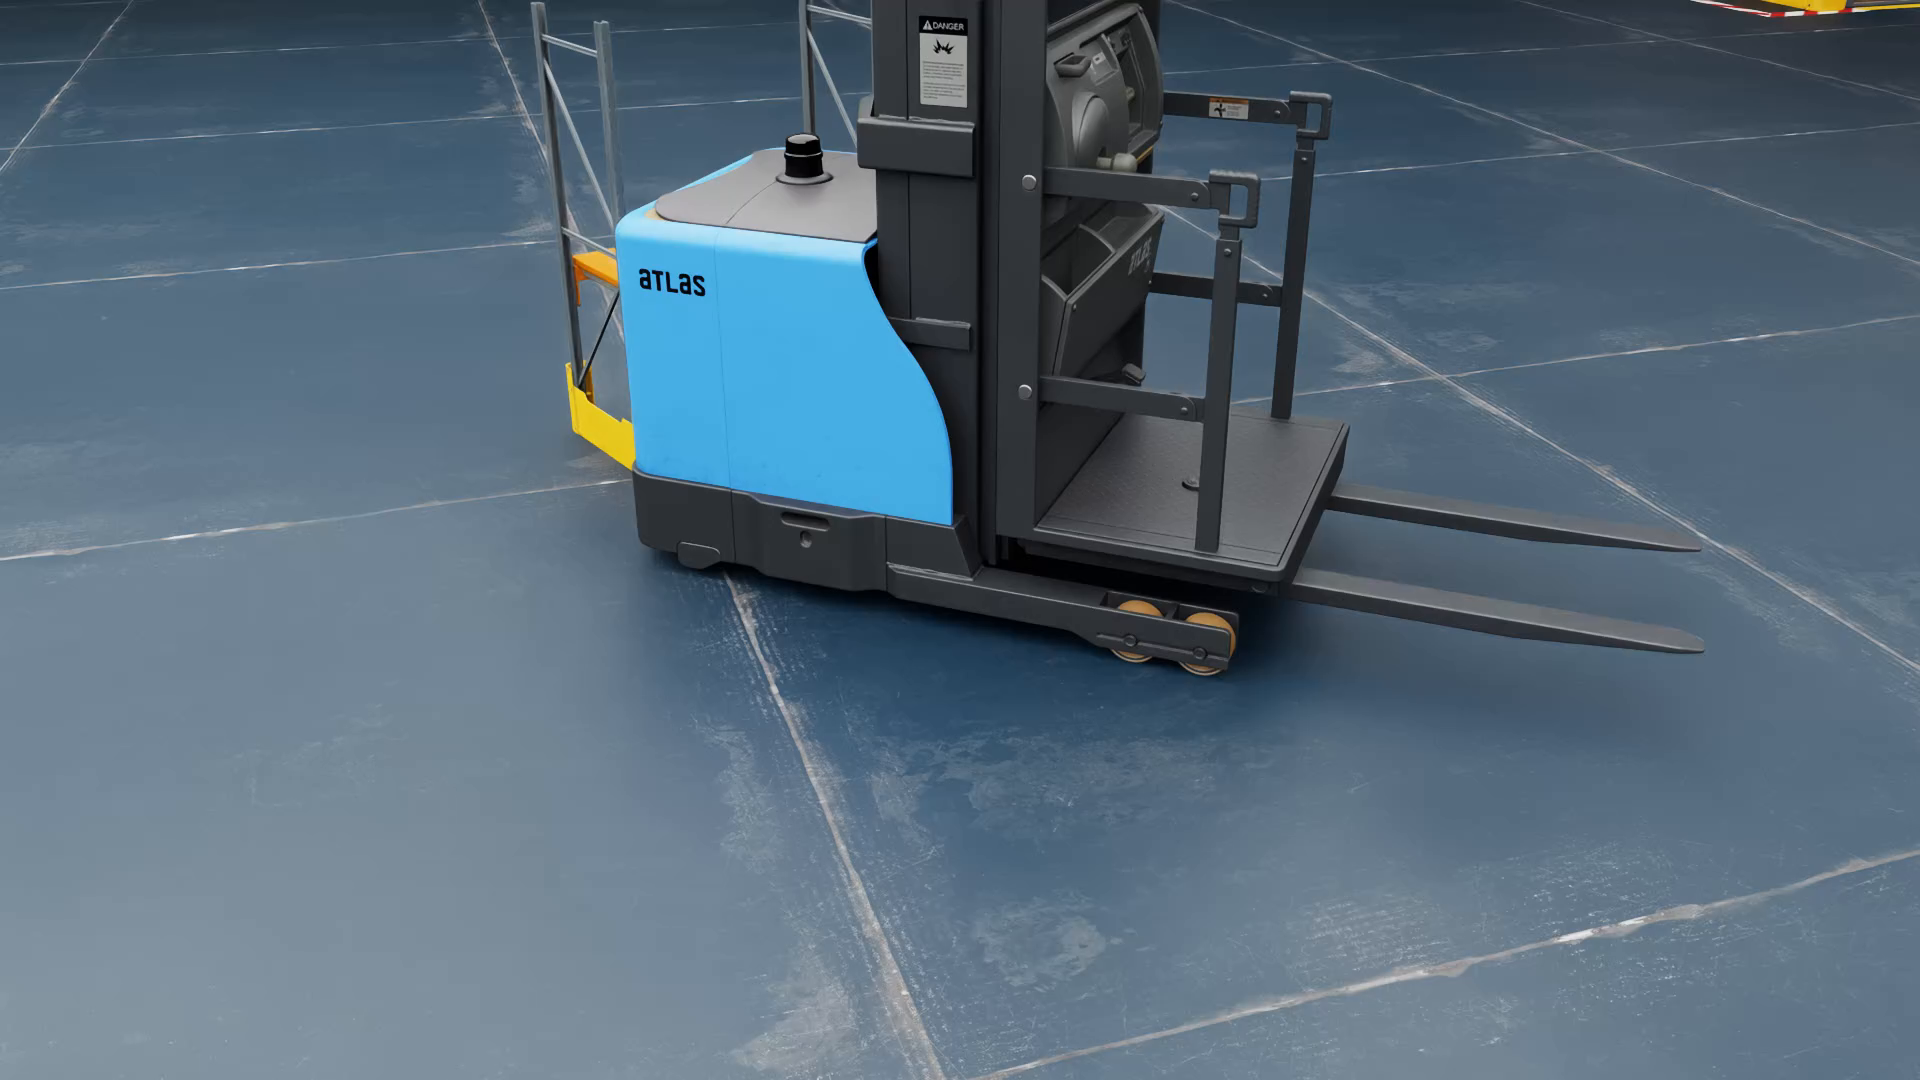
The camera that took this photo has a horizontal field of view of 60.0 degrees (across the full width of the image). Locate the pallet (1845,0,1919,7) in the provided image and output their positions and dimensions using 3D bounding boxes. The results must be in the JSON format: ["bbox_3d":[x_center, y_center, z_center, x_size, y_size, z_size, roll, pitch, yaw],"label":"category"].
[{"bbox_3d":[8.224,-5.119,15.323,1.213,0.211,1.003,-8,28,-16],"label":"pallet"}]

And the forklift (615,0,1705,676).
[{"bbox_3d":[0.582,-1.213,4.397,3.031,2.935,1.130,10,28,19],"label":"forklift"}]

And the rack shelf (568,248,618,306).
[{"bbox_3d":[-0.820,-0.955,5.890,1.000,0.185,0.538,-19,32,-33],"label":"rack shelf"}]

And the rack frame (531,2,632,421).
[{"bbox_3d":[-1.225,-0.979,5.535,0.032,1.500,0.500,-19,32,-33],"label":"rack frame"}]

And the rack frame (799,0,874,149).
[{"bbox_3d":[-0.415,-1.253,6.086,0.032,1.500,0.500,-19,32,-33],"label":"rack frame"}]

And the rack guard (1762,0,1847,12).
[{"bbox_3d":[7.487,-5.122,15.004,0.348,0.500,1.175,-8,28,-16],"label":"rack guard"}]

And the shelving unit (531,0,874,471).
[{"bbox_3d":[-0.813,-1.118,5.815,1.083,1.500,0.587,-19,32,-33],"label":"shelving unit"}]

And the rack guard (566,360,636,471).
[{"bbox_3d":[-1.209,-0.424,5.823,0.087,0.250,0.587,-19,32,-33],"label":"rack guard"}]
